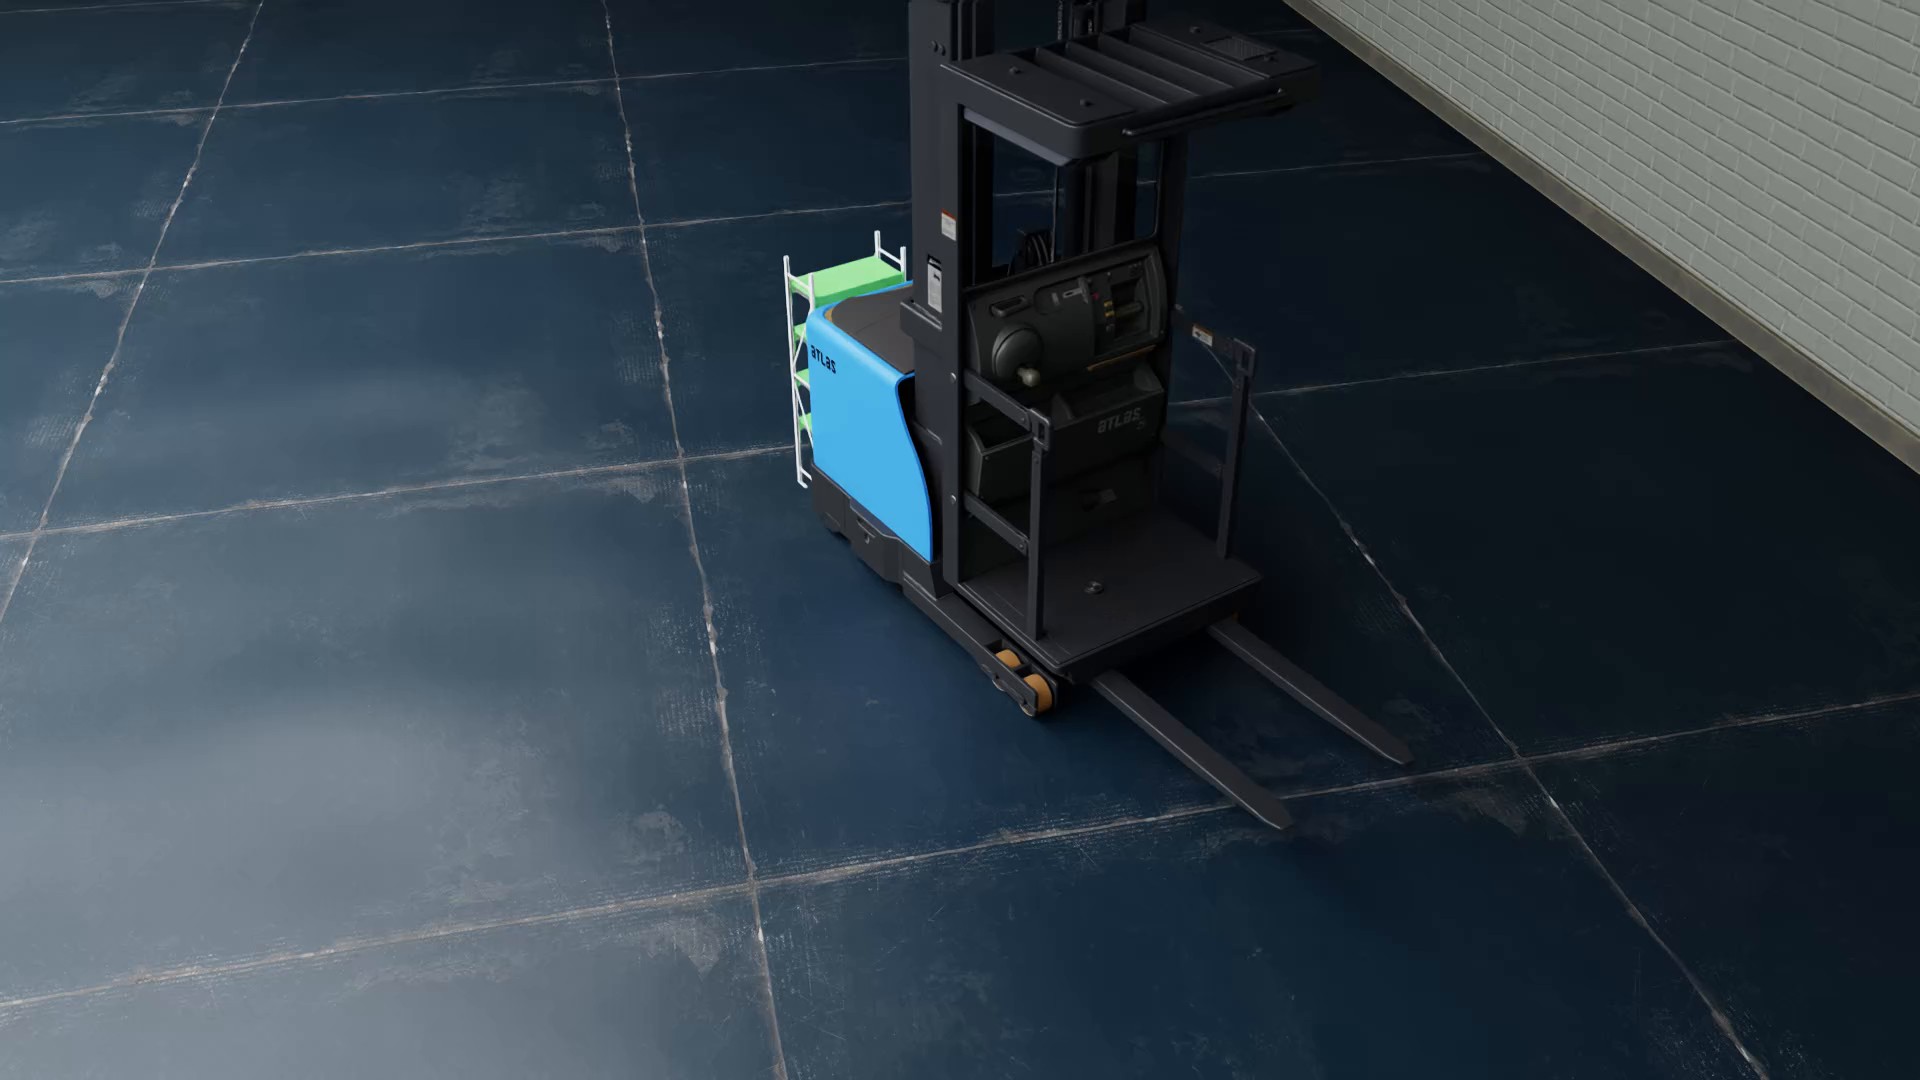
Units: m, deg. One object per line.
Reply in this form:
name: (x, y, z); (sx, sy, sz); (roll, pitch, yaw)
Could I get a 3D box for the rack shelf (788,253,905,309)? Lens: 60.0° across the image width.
rack shelf: (-0.521, -1.154, 7.646); (0.480, 0.148, 0.258); (-21, 39, -28)

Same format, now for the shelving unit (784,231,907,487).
shelving unit: (-0.521, -0.808, 7.878); (0.503, 1.200, 0.258); (-21, 39, -28)

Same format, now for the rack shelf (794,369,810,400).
rack shelf: (-0.521, -0.755, 7.913); (0.480, 0.148, 0.258); (-21, 39, -28)

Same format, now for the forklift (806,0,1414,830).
forklift: (0.550, -0.816, 6.335); (1.130, 2.935, 3.031); (-21, 39, -28)

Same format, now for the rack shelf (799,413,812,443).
rack shelf: (-0.521, -0.556, 8.047); (0.480, 0.148, 0.258); (-21, 39, -28)

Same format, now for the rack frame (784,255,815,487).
rack frame: (-0.721, -0.730, 7.762); (0.015, 1.200, 0.240); (-21, 39, -28)

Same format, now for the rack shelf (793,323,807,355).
rack shelf: (-0.521, -0.955, 7.780); (0.480, 0.148, 0.258); (-21, 39, -28)

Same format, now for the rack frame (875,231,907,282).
rack frame: (-0.321, -0.886, 7.994); (0.015, 1.200, 0.240); (-21, 39, -28)
